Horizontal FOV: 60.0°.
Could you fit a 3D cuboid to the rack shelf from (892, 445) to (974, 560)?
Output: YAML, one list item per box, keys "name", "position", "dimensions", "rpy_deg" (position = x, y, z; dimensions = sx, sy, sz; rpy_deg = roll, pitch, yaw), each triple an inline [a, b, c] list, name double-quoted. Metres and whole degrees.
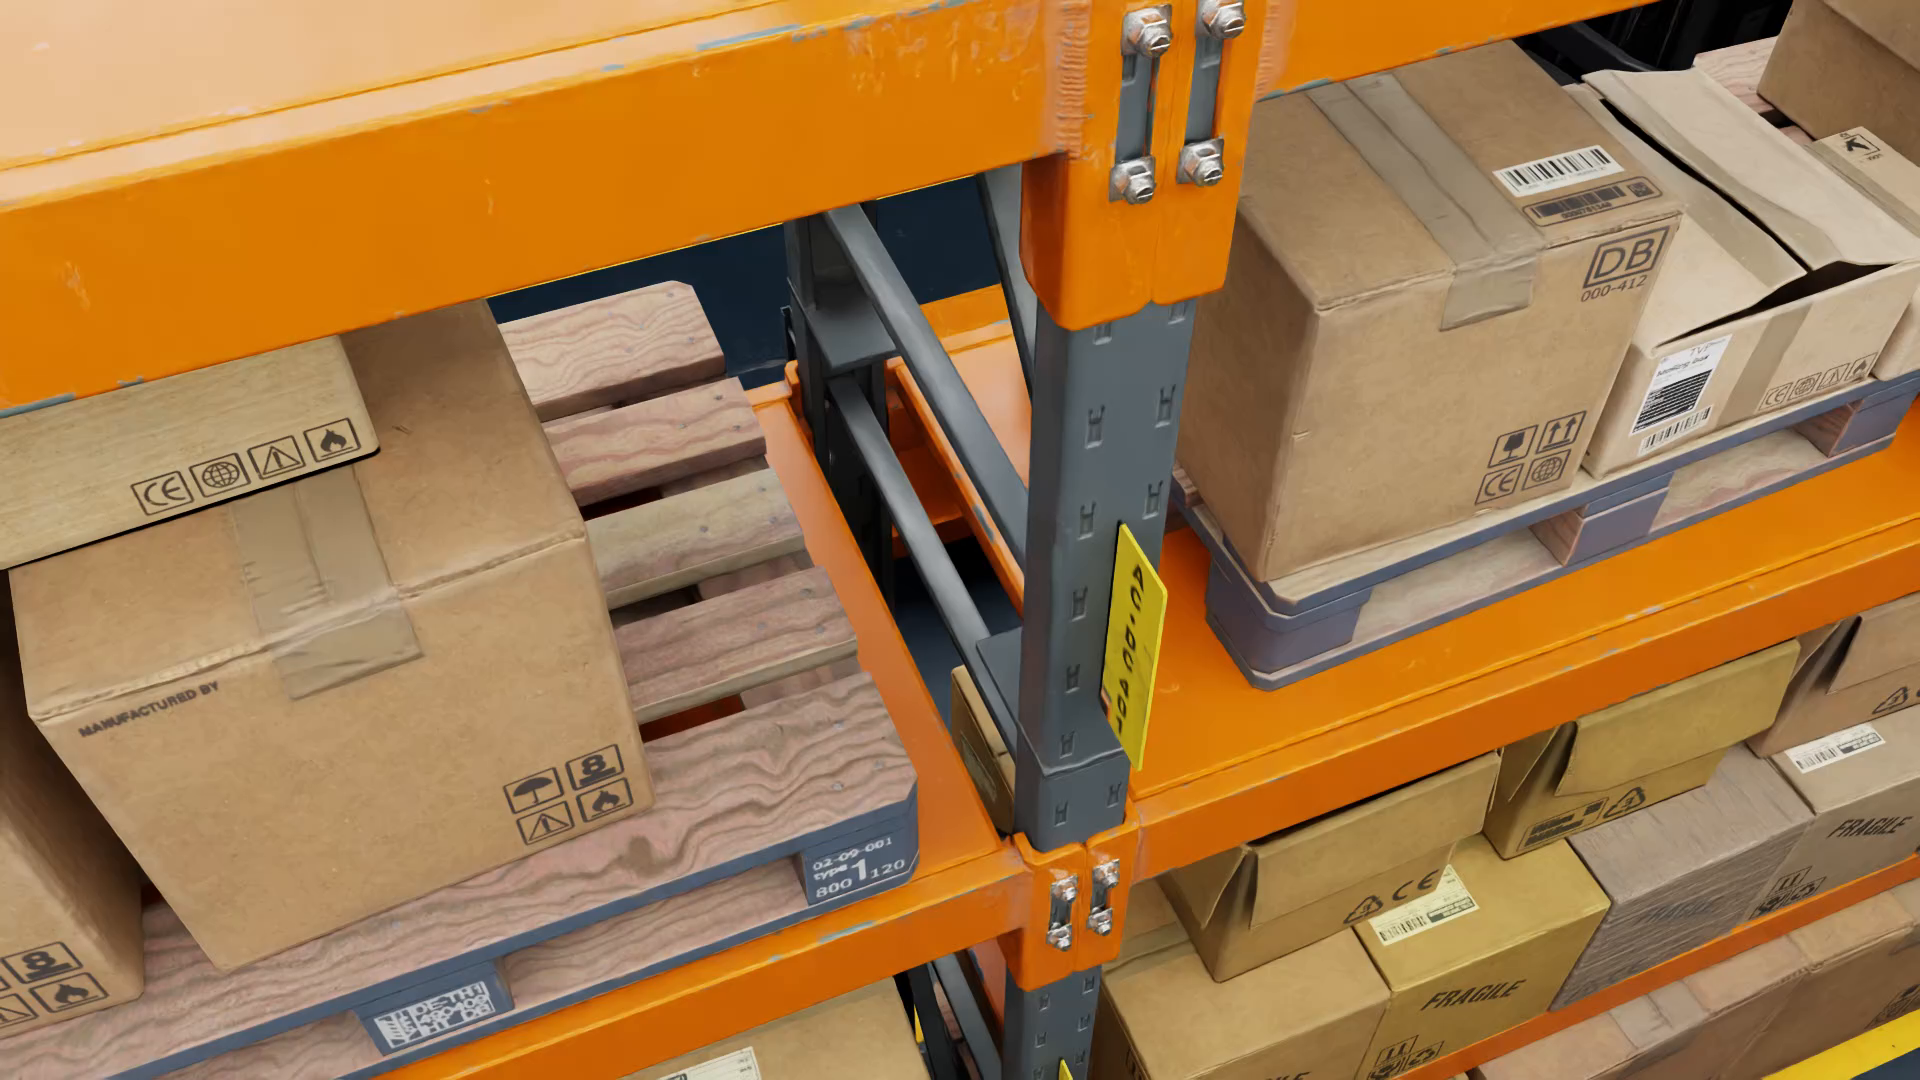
- name: "rack shelf"
  position: [-0.006, -0.205, 6.007]
  dimensions: [1.000, 0.278, 0.538]
  rpy_deg: [-17, 52, -14]

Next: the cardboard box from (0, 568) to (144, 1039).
- name: "cardboard box"
  position: [-1.228, 0.144, 1.763]
  dimensions: [0.500, 0.500, 0.700]
  rpy_deg: [-15, 51, -12]

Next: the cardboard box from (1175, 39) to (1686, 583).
- name: "cardboard box"
  position: [0.507, -0.415, 2.309]
  dimensions: [0.500, 0.500, 0.700]
  rpy_deg: [-16, 51, -13]

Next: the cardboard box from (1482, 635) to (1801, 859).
- name: "cardboard box"
  position: [1.202, 0.168, 3.401]
  dimensions: [0.637, 0.503, 0.797]
  rpy_deg: [-17, 51, -14]

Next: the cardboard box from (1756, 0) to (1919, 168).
- name: "cardboard box"
  position: [1.793, -0.789, 2.628]
  dimensions: [0.637, 0.503, 0.797]
  rpy_deg: [-18, 52, -15]

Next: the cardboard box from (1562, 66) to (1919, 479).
- name: "cardboard box"
  position: [1.023, -0.431, 2.448]
  dimensions: [0.500, 0.311, 0.500]
  rpy_deg: [-19, 52, -15]

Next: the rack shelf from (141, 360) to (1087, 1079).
- name: "rack shelf"
  position: [-1.878, 0.736, 2.138]
  dimensions: [4.000, 0.370, 1.077]
  rpy_deg: [-17, 52, -14]

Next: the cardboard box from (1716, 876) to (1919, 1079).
- name: "cardboard box"
  position: [2.202, 0.747, 4.755]
  dimensions: [0.875, 0.875, 1.225]
  rpy_deg: [-17, 51, -14]

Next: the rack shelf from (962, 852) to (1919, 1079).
- name: "rack shelf"
  position: [1.825, 0.566, 4.261]
  dimensions: [4.000, 0.370, 1.077]
  rpy_deg: [-17, 52, -14]

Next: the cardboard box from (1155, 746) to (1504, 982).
- name: "cardboard box"
  position: [0.562, 0.357, 3.239]
  dimensions: [0.637, 0.503, 0.797]
  rpy_deg: [-18, 52, -15]

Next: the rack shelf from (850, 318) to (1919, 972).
- name: "rack shelf"
  position: [1.825, -0.411, 3.123]
  dimensions: [4.000, 0.370, 1.077]
  rpy_deg: [-17, 52, -14]

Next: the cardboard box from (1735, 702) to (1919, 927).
- name: "cardboard box"
  position: [1.899, 0.476, 3.798]
  dimensions: [0.500, 0.500, 0.500]
  rpy_deg: [-16, 51, -14]

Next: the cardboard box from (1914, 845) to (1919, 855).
- name: "cardboard box"
  position: [2.370, 0.331, 3.923]
  dimensions: [0.500, 0.500, 0.500]
  rpy_deg: [-19, 52, -15]

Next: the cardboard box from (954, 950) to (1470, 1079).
- name: "cardboard box"
  position: [0.558, 1.263, 4.312]
  dimensions: [0.875, 0.875, 1.225]
  rpy_deg: [-17, 51, -14]

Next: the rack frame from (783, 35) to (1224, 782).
- name: "rack frame"
  position: [-0.026, -1.049, 1.219]
  dimensions: [0.127, 3.000, 1.000]
  rpy_deg: [-17, 52, -14]

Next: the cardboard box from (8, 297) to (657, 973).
- name: "cardboard box"
  position: [-0.728, -0.007, 1.893]
  dimensions: [0.500, 0.500, 0.700]
  rpy_deg: [-20, 52, -16]

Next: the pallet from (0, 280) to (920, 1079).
- name: "pallet"
  position: [-0.788, 0.184, 2.196]
  dimensions: [1.213, 0.211, 1.003]
  rpy_deg: [-17, 52, -14]

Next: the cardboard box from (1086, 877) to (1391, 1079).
- name: "cardboard box"
  position: [0.494, 0.916, 3.420]
  dimensions: [0.500, 0.500, 0.500]
  rpy_deg: [-17, 51, -14]

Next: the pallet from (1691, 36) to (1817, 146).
- name: "pallet"
  position: [2.066, -0.613, 2.946]
  dimensions: [1.213, 0.211, 1.003]
  rpy_deg: [-15, 51, -13]

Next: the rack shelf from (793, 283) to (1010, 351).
- name: "rack shelf"
  position: [-0.006, -0.555, 5.600]
  dimensions: [1.000, 0.278, 0.538]
  rpy_deg: [-17, 52, -14]

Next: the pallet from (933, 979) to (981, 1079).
- name: "pallet"
  position: [0.659, 1.540, 4.789]
  dimensions: [1.213, 0.211, 1.003]
  rpy_deg: [-17, 52, -14]

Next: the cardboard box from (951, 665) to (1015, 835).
- name: "cardboard box"
  position: [0.303, 0.547, 3.737]
  dimensions: [0.500, 0.500, 0.500]
  rpy_deg: [-17, 51, -14]

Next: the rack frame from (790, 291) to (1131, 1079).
- name: "rack frame"
  position: [-0.026, 0.905, 3.495]
  dimensions: [0.127, 3.000, 1.000]
  rpy_deg: [-17, 52, -14]

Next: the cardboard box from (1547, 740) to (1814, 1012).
- name: "cardboard box"
  position: [1.422, 0.628, 3.667]
  dimensions: [0.500, 0.500, 0.500]
  rpy_deg: [-18, 52, -15]

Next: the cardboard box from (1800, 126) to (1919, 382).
- name: "cardboard box"
  position: [1.409, -0.449, 2.570]
  dimensions: [0.250, 0.149, 0.380]
  rpy_deg: [-19, 52, -16]

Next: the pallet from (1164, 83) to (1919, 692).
- name: "pallet"
  position: [0.804, -0.307, 2.686]
  dimensions: [1.217, 0.209, 0.805]
  rpy_deg: [-19, 52, -16]

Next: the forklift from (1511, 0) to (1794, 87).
- name: "forklift"
  position: [2.952, -2.174, 6.185]
  dimensions: [3.031, 2.935, 1.130]
  rpy_deg: [-22, 53, -18]

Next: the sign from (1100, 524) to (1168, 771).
- name: "sign"
  position: [0.185, 0.123, 1.797]
  dimensions: [0.005, 0.325, 0.100]
  rpy_deg: [-17, 52, -14]

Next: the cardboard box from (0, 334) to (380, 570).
- name: "cardboard box"
  position: [-0.900, -0.253, 1.610]
  dimensions: [0.500, 0.250, 0.500]
  rpy_deg: [-20, 52, -17]

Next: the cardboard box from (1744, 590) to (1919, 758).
- name: "cardboard box"
  position: [1.771, -0.021, 3.564]
  dimensions: [0.637, 0.503, 0.797]
  rpy_deg: [-16, 51, -13]

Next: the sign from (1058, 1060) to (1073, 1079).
- name: "sign"
  position: [0.185, 0.987, 2.802]
  dimensions: [0.005, 0.325, 0.100]
  rpy_deg: [-17, 52, -14]

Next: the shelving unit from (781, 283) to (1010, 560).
- name: "shelving unit"
  position: [-0.006, -0.365, 5.822]
  dimensions: [1.048, 1.125, 0.538]
  rpy_deg: [-17, 52, -14]

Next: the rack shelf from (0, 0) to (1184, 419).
- name: "rack shelf"
  position: [-1.878, -0.111, 1.151]
  dimensions: [4.000, 0.370, 1.077]
  rpy_deg: [-17, 52, -14]

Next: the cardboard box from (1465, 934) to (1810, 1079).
- name: "cardboard box"
  position: [1.385, 1.006, 4.532]
  dimensions: [0.875, 0.875, 1.225]
  rpy_deg: [-19, 52, -15]

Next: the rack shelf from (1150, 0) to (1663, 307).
- name: "rack shelf"
  position: [1.825, -1.258, 2.137]
  dimensions: [4.000, 0.370, 1.077]
  rpy_deg: [-17, 52, -14]

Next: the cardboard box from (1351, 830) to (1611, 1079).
- name: "cardboard box"
  position: [0.959, 0.772, 3.544]
  dimensions: [0.500, 0.500, 0.500]
  rpy_deg: [-17, 51, -14]

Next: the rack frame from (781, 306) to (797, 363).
- name: "rack frame"
  position: [-0.477, -0.219, 5.696]
  dimensions: [0.032, 1.125, 0.500]
  rpy_deg: [-17, 52, -14]

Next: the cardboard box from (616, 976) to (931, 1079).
- name: "cardboard box"
  position: [-0.351, 0.933, 2.880]
  dimensions: [0.500, 0.500, 0.500]
  rpy_deg: [-16, 51, -13]
